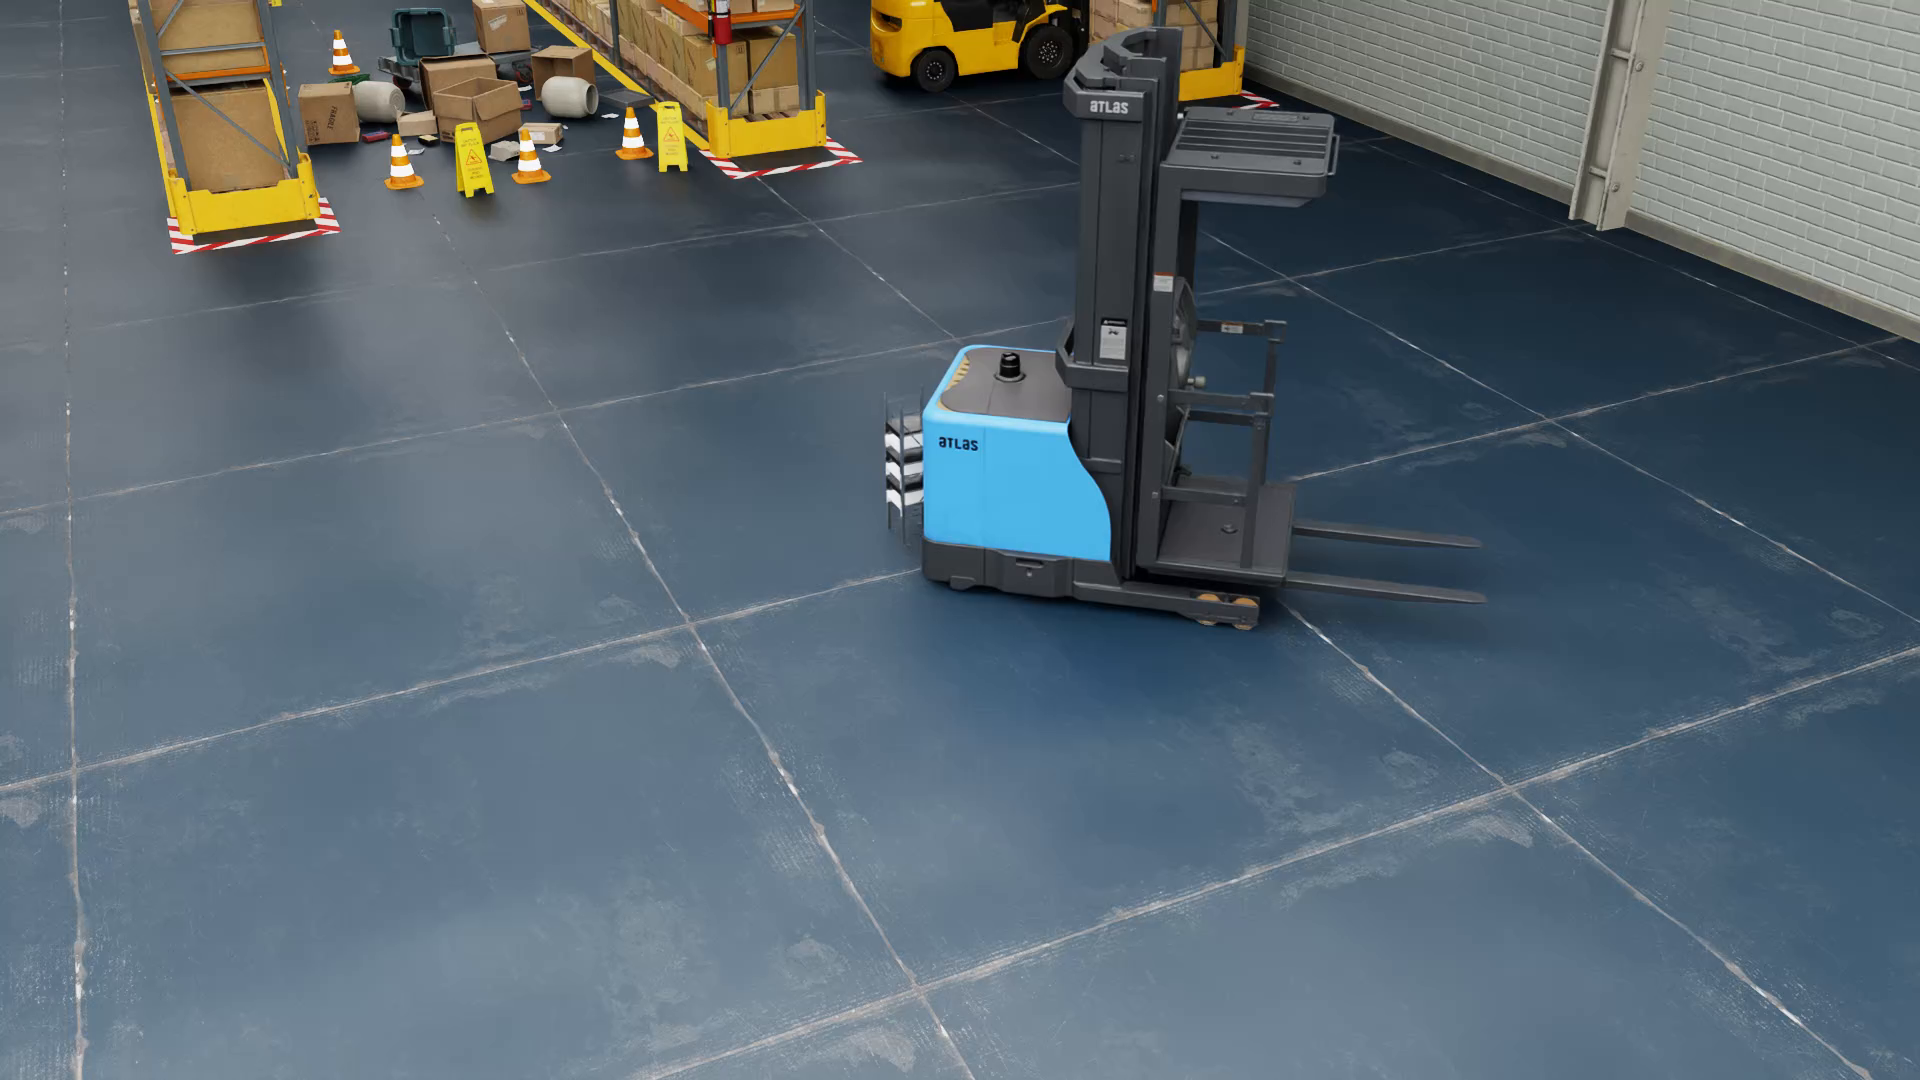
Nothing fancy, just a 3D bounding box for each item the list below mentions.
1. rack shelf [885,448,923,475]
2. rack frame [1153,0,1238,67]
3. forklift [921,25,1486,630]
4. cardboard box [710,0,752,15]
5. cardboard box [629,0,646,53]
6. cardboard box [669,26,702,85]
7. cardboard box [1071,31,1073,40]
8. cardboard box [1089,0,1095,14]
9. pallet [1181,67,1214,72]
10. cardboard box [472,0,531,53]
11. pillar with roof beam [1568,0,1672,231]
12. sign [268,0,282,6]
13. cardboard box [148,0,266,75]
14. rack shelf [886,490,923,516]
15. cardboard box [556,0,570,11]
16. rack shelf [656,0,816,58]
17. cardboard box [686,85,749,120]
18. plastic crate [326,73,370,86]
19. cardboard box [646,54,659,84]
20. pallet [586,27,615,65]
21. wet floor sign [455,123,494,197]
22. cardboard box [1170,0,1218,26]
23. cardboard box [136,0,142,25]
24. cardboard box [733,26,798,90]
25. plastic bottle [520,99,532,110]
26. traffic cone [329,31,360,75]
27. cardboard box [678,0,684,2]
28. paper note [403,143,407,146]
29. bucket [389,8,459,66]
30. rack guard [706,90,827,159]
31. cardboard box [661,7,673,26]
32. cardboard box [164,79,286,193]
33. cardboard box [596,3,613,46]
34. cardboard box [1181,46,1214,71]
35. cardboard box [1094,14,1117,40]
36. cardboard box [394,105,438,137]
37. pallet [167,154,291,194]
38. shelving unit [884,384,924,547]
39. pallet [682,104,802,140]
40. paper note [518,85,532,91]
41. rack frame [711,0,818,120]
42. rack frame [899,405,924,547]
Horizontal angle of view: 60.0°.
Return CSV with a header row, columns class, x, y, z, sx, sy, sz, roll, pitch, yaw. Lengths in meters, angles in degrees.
class,x,y,z,sx,sy,sz,roll,pitch,yaw
rack shelf,-0.273,-0.475,9.562,0.258,0.077,0.200,-14,32,-23
rack frame,2.577,-6.291,17.903,1.000,3.000,0.127,-13,32,-22
forklift,1.359,-1.086,8.690,3.031,2.935,1.130,7,30,11
cardboard box,-2.258,-5.258,16.317,0.380,0.149,0.250,-12,31,-20
cardboard box,-3.372,-5.774,18.595,0.500,0.500,0.500,-12,31,-20
cardboard box,-2.711,-5.087,17.371,0.500,0.500,0.500,-12,31,-20
cardboard box,1.435,-6.086,19.918,0.500,0.250,0.500,-12,31,-20
cardboard box,1.647,-6.294,19.268,0.500,0.250,0.500,-13,32,-21
pallet,2.211,-5.404,19.171,1.003,0.211,1.213,-13,32,-22
cardboard box,-5.217,-5.867,18.928,0.500,0.500,0.500,-13,32,-22
pillar with roof beam,1.780,-5.850,10.983,9.100,9.000,0.400,-13,32,-22
sign,-5.828,-4.689,14.080,0.100,0.325,0.005,-13,32,-22
cardboard box,-6.532,-4.383,14.347,0.875,0.550,0.550,-13,32,-22
rack shelf,-0.273,-0.240,9.694,0.258,0.077,0.200,-14,32,-23
cardboard box,-4.781,-7.242,21.856,0.950,0.372,0.625,-14,32,-23
rack shelf,-2.763,-5.817,17.793,1.077,0.370,4.000,-13,32,-22
cardboard box,-2.505,-4.542,17.166,0.500,0.250,0.500,-13,32,-22
plastic crate,-6.791,-4.927,18.286,0.450,0.188,0.662,-7,28,9
cardboard box,-3.143,-5.214,18.363,0.500,0.250,0.500,-14,32,-23
pallet,-3.957,-6.142,20.487,1.003,0.211,1.213,-13,32,-22
wet floor sign,-4.531,-3.540,15.402,0.267,0.644,0.232,-19,35,-30
cardboard box,2.541,-5.963,18.677,0.500,0.250,0.500,-14,32,-23
cardboard box,-7.498,-5.334,16.042,0.875,0.550,0.550,-13,32,-22
cardboard box,-2.012,-4.983,17.185,0.500,0.500,0.500,-14,32,-24
plastic bottle,-4.762,-4.769,18.192,0.133,0.061,0.283,-8,30,-13
traffic cone,-7.261,-5.733,19.501,0.336,0.463,0.334,-13,32,-22
cardboard box,-2.696,-5.572,16.877,0.380,0.149,0.250,-13,32,-21
paper note,-5.659,-4.013,16.896,0.032,0.001,0.123,2,29,4
bucket,-5.908,-5.590,18.444,0.726,0.611,0.620,-3,19,-5
rack guard,-1.937,-4.191,16.712,1.175,0.500,0.348,-13,32,-22
cardboard box,-2.919,-5.517,17.474,0.380,0.149,0.250,-12,31,-20
cardboard box,-6.683,-3.706,15.034,0.875,0.875,0.875,-13,32,-22
cardboard box,-3.849,-6.283,20.144,0.950,0.372,0.625,-13,32,-21
cardboard box,2.543,-5.533,18.933,0.500,0.250,0.500,-13,32,-22
cardboard box,1.880,-5.866,19.016,0.500,0.250,0.500,-13,32,-22
cardboard box,-5.648,-4.365,17.263,0.396,0.266,0.258,-8,30,-13
pallet,-6.746,-3.284,15.391,1.003,0.211,1.213,-13,32,-22
shelving unit,-0.273,-0.426,9.589,0.258,0.900,0.210,-14,32,-23
pallet,-2.254,-4.431,17.436,1.003,0.211,1.213,-13,32,-22
paper note,-4.935,-5.127,18.862,0.148,0.019,0.142,-13,32,-22
rack frame,-1.905,-5.247,16.041,1.000,3.000,0.127,-13,32,-22
rack frame,-0.228,-0.381,9.510,0.240,0.900,0.006,-14,32,-23
